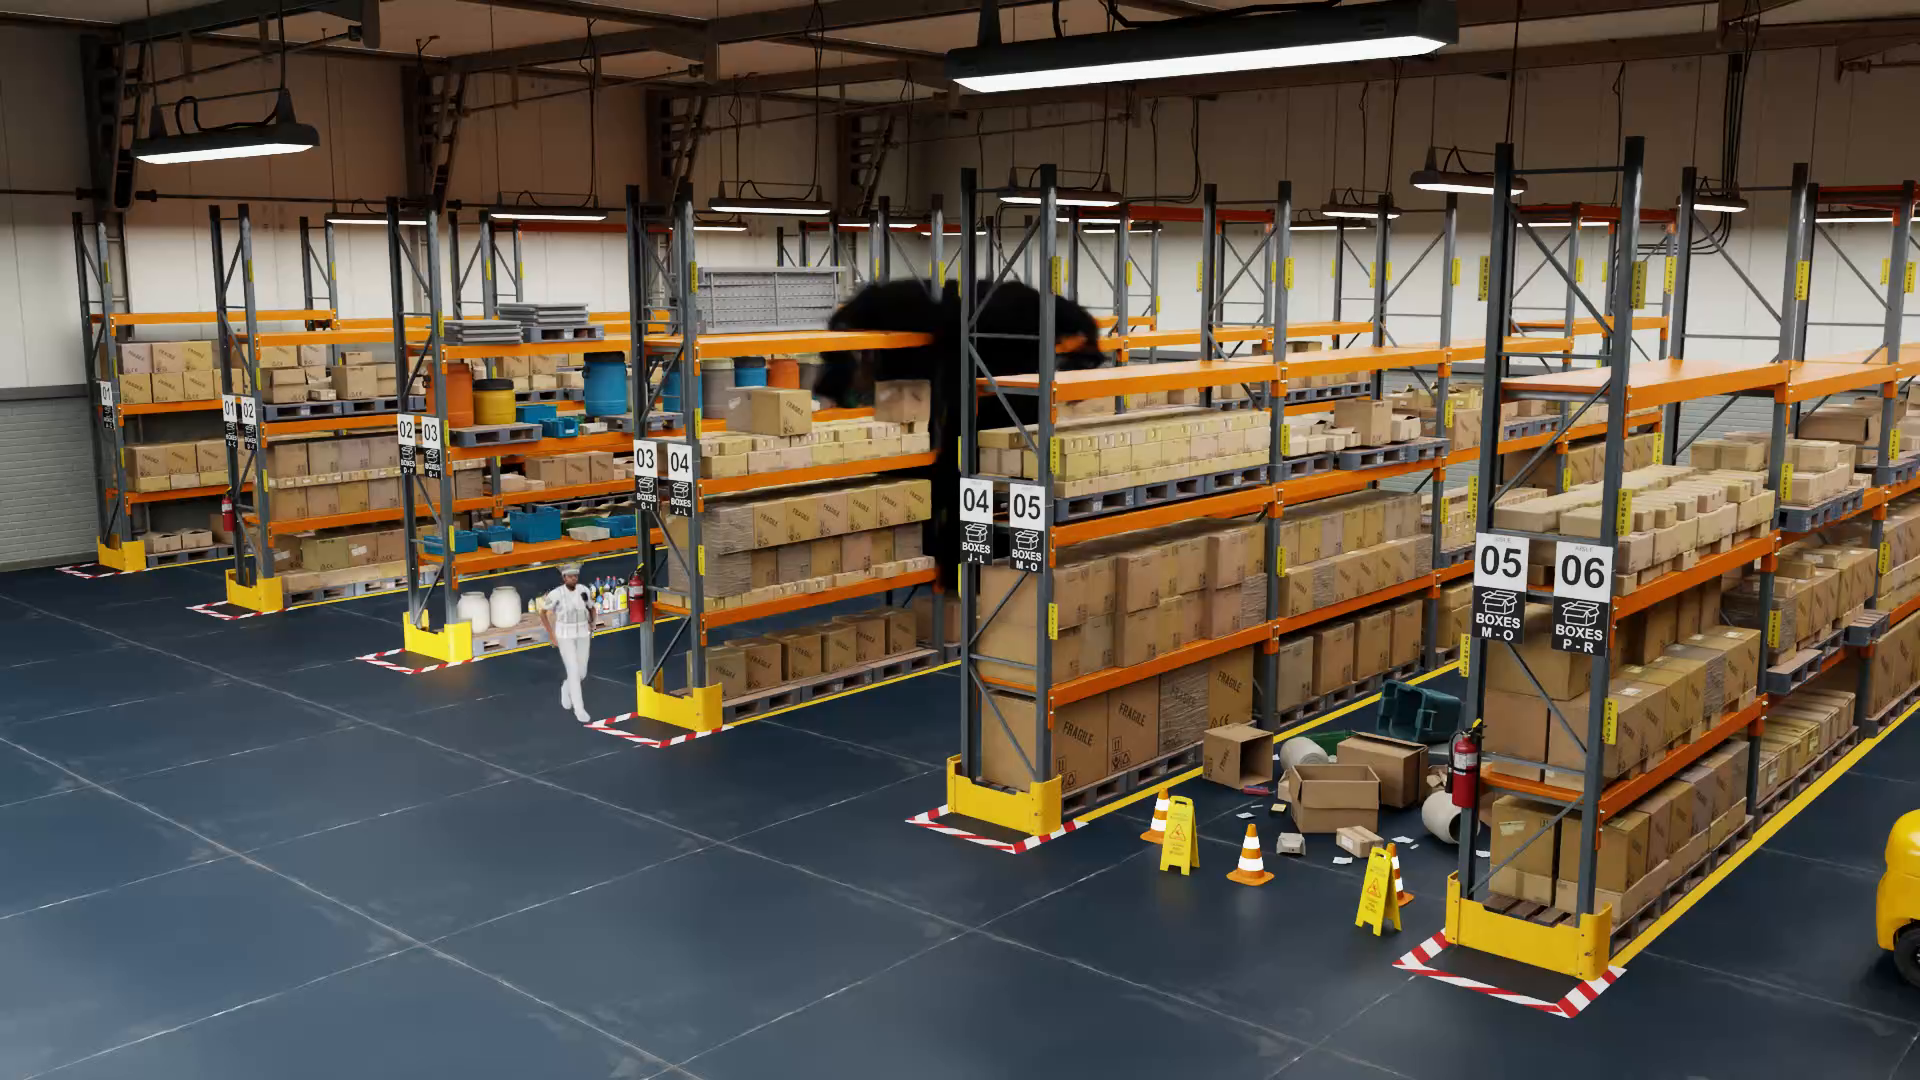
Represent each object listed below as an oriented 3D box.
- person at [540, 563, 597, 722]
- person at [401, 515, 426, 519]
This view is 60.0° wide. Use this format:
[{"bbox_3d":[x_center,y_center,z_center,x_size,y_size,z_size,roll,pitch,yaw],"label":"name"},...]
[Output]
[{"bbox_3d":[-4.221,1.075,18.129,0.610,1.710,0.723,-7,12,-36],"label":"person"},{"bbox_3d":[-9.888,-0.654,30.398,0.704,1.696,1.021,5,11,29],"label":"person"}]
